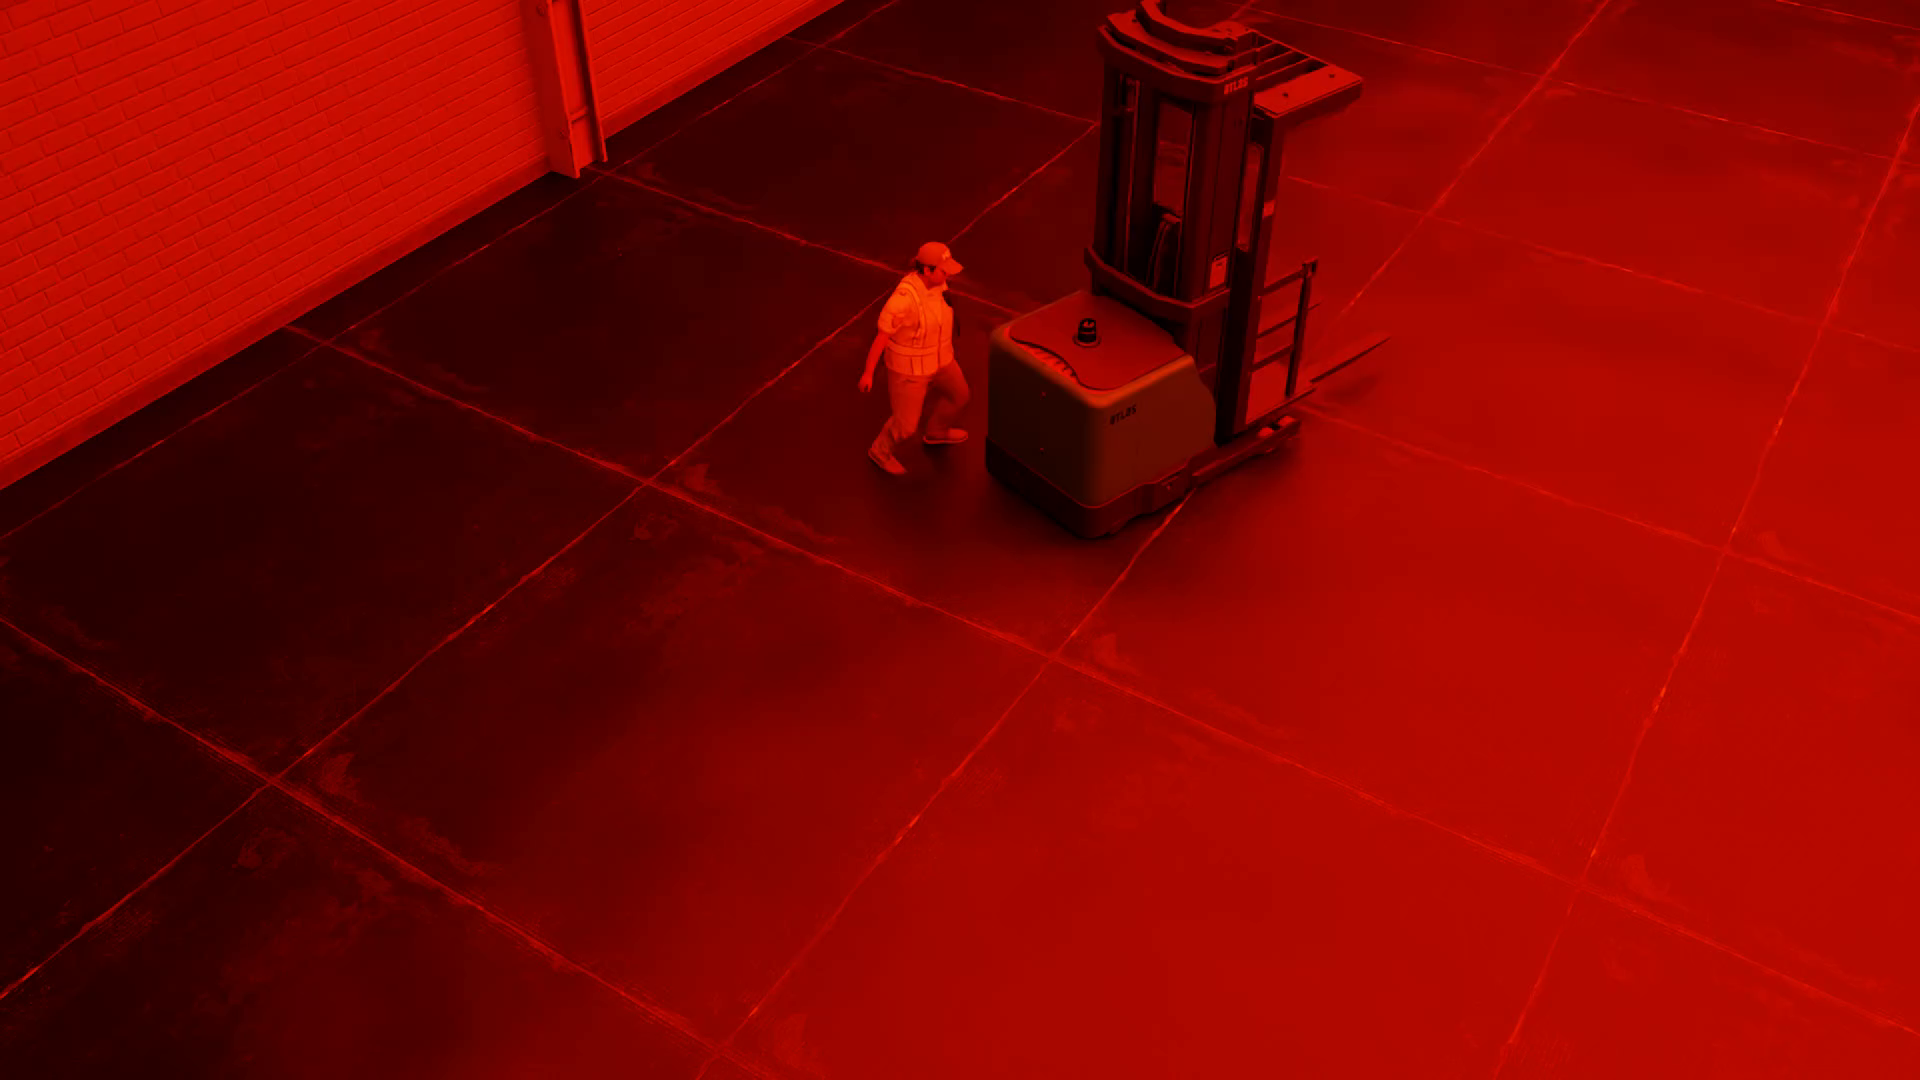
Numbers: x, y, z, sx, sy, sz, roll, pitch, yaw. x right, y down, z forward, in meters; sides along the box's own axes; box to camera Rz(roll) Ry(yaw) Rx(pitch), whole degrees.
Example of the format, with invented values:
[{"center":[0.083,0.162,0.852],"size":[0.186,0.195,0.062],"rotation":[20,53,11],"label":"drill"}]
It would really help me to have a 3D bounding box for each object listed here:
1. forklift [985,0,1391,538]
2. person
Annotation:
[{"center":[1.622,-1.928,10.242],"size":[3.031,2.935,1.130],"rotation":[-28,48,-29],"label":"forklift"},{"center":[-0.285,-1.111,10.352],"size":[0.506,1.645,0.840],"rotation":[31,49,31],"label":"person"}]
